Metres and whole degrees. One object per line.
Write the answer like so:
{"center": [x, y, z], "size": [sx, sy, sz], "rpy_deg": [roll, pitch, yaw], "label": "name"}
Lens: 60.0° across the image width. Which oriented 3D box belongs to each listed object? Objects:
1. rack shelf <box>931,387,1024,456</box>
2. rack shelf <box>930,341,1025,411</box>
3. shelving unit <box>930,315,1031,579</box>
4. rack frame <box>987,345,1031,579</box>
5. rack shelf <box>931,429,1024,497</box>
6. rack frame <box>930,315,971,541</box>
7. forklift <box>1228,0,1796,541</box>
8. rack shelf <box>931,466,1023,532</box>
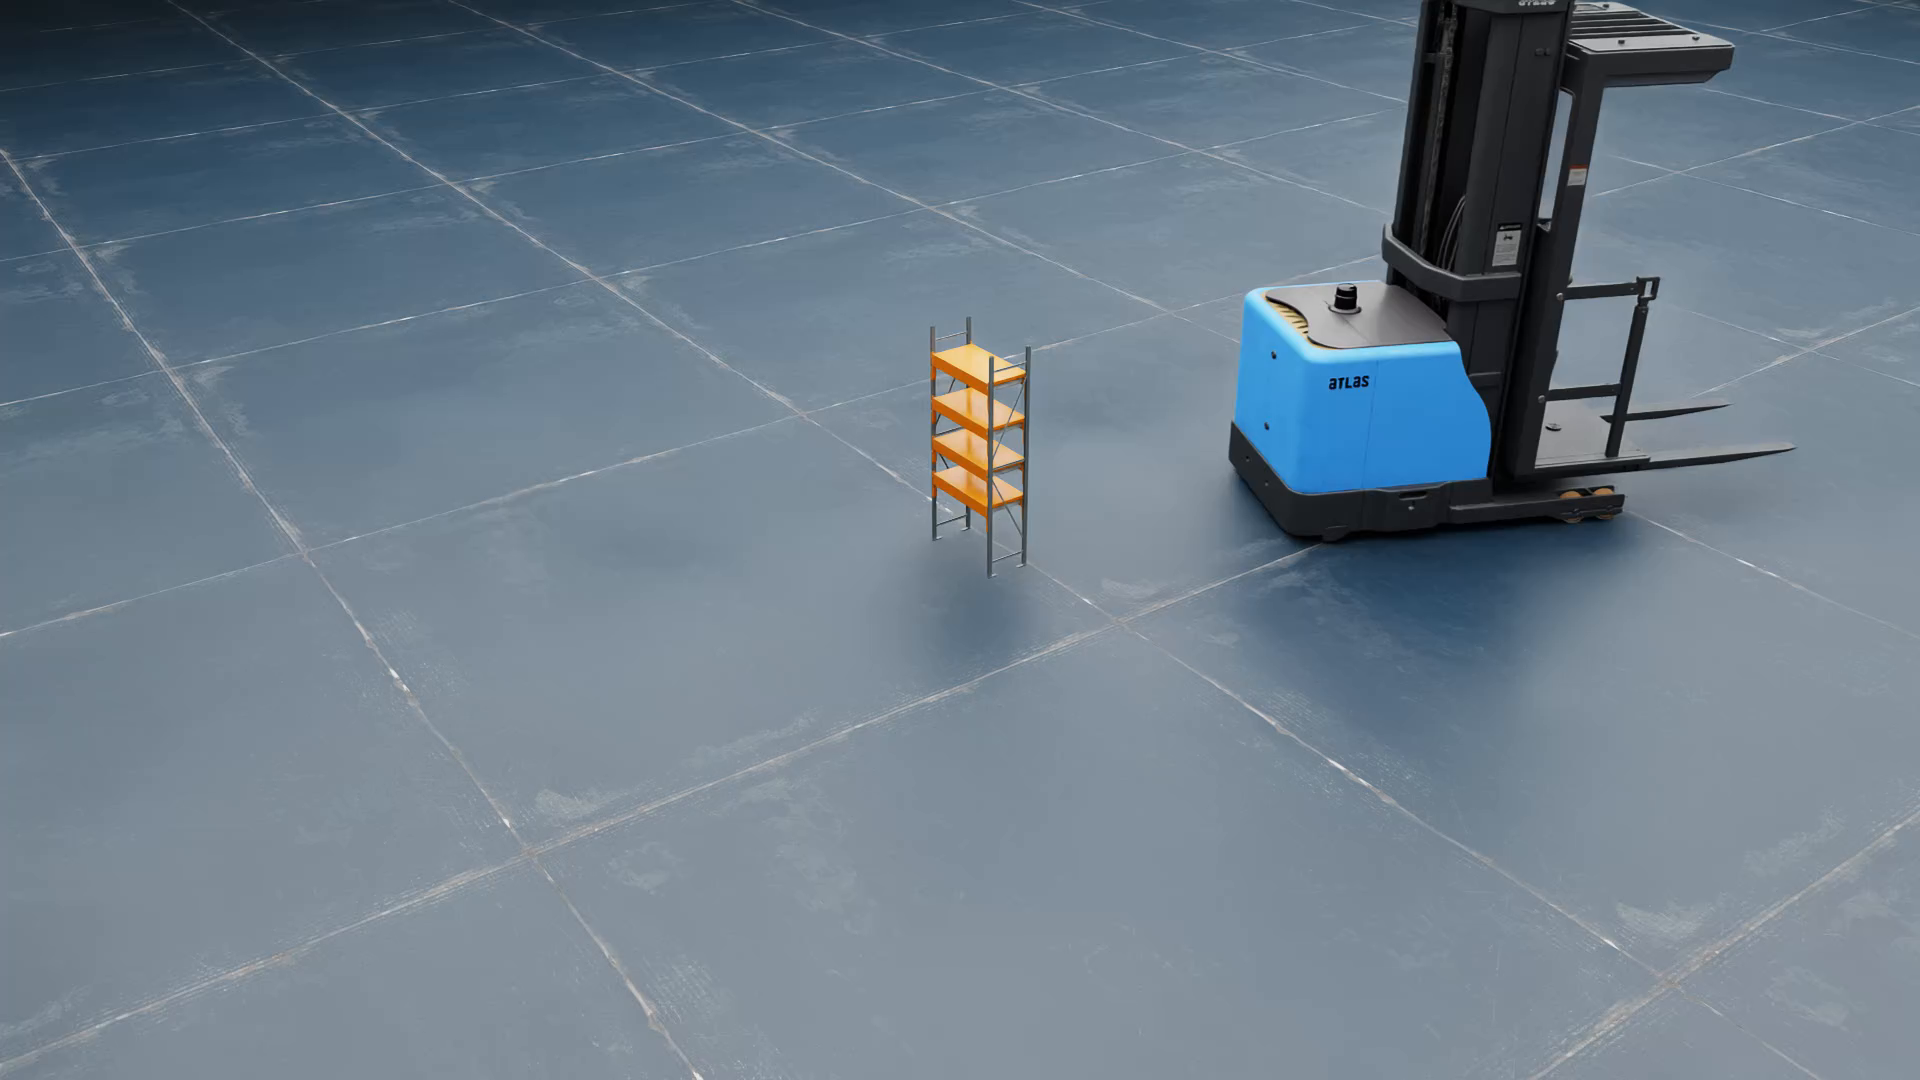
{"center": [0.096, -0.600, 8.271], "size": [0.258, 0.148, 0.480], "rpy_deg": [-19, 34, -31], "label": "rack shelf"}
{"center": [0.096, -0.808, 8.158], "size": [0.258, 0.148, 0.480], "rpy_deg": [-19, 34, -31], "label": "rack shelf"}
{"center": [0.096, -0.463, 8.345], "size": [0.258, 1.200, 0.503], "rpy_deg": [-19, 34, -31], "label": "shelving unit"}
{"center": [0.238, -0.368, 8.170], "size": [0.240, 1.200, 0.015], "rpy_deg": [-19, 34, -31], "label": "rack frame"}
{"center": [0.096, -0.404, 8.377], "size": [0.258, 0.148, 0.480], "rpy_deg": [-19, 34, -31], "label": "rack shelf"}
{"center": [-0.046, -0.558, 8.520], "size": [0.240, 1.200, 0.015], "rpy_deg": [-19, 34, -31], "label": "rack frame"}
{"center": [3.094, -1.621, 8.663], "size": [3.031, 2.935, 1.130], "rpy_deg": [-5, 29, -10], "label": "forklift"}
{"center": [0.096, -0.229, 8.472], "size": [0.258, 0.148, 0.480], "rpy_deg": [-19, 34, -31], "label": "rack shelf"}
